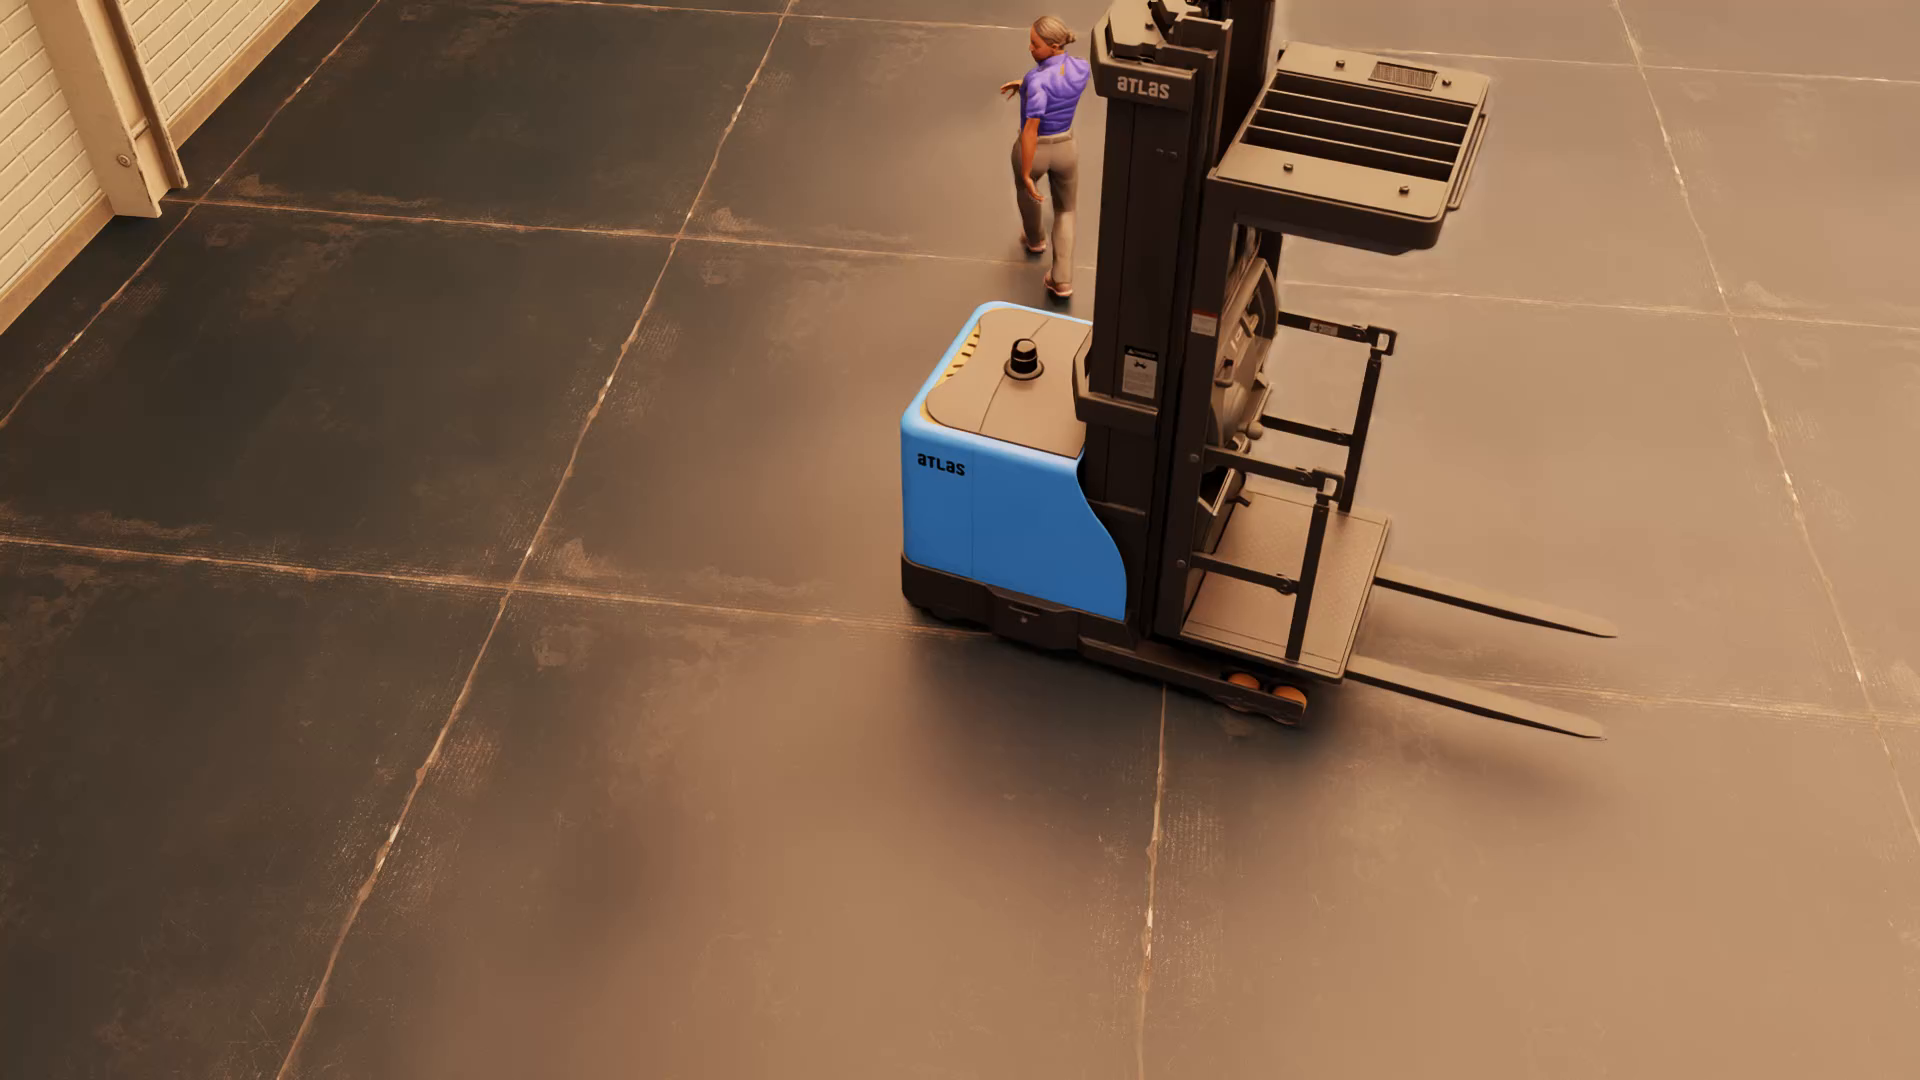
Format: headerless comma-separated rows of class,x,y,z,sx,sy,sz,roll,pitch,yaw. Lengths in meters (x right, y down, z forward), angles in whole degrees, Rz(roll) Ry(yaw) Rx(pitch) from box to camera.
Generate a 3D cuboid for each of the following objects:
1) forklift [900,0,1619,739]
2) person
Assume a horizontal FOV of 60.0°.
forklift,1.305,-0.711,6.498,3.031,2.935,1.130,15,45,16
person,0.474,-2.121,9.068,0.470,1.596,0.890,-9,43,-10
